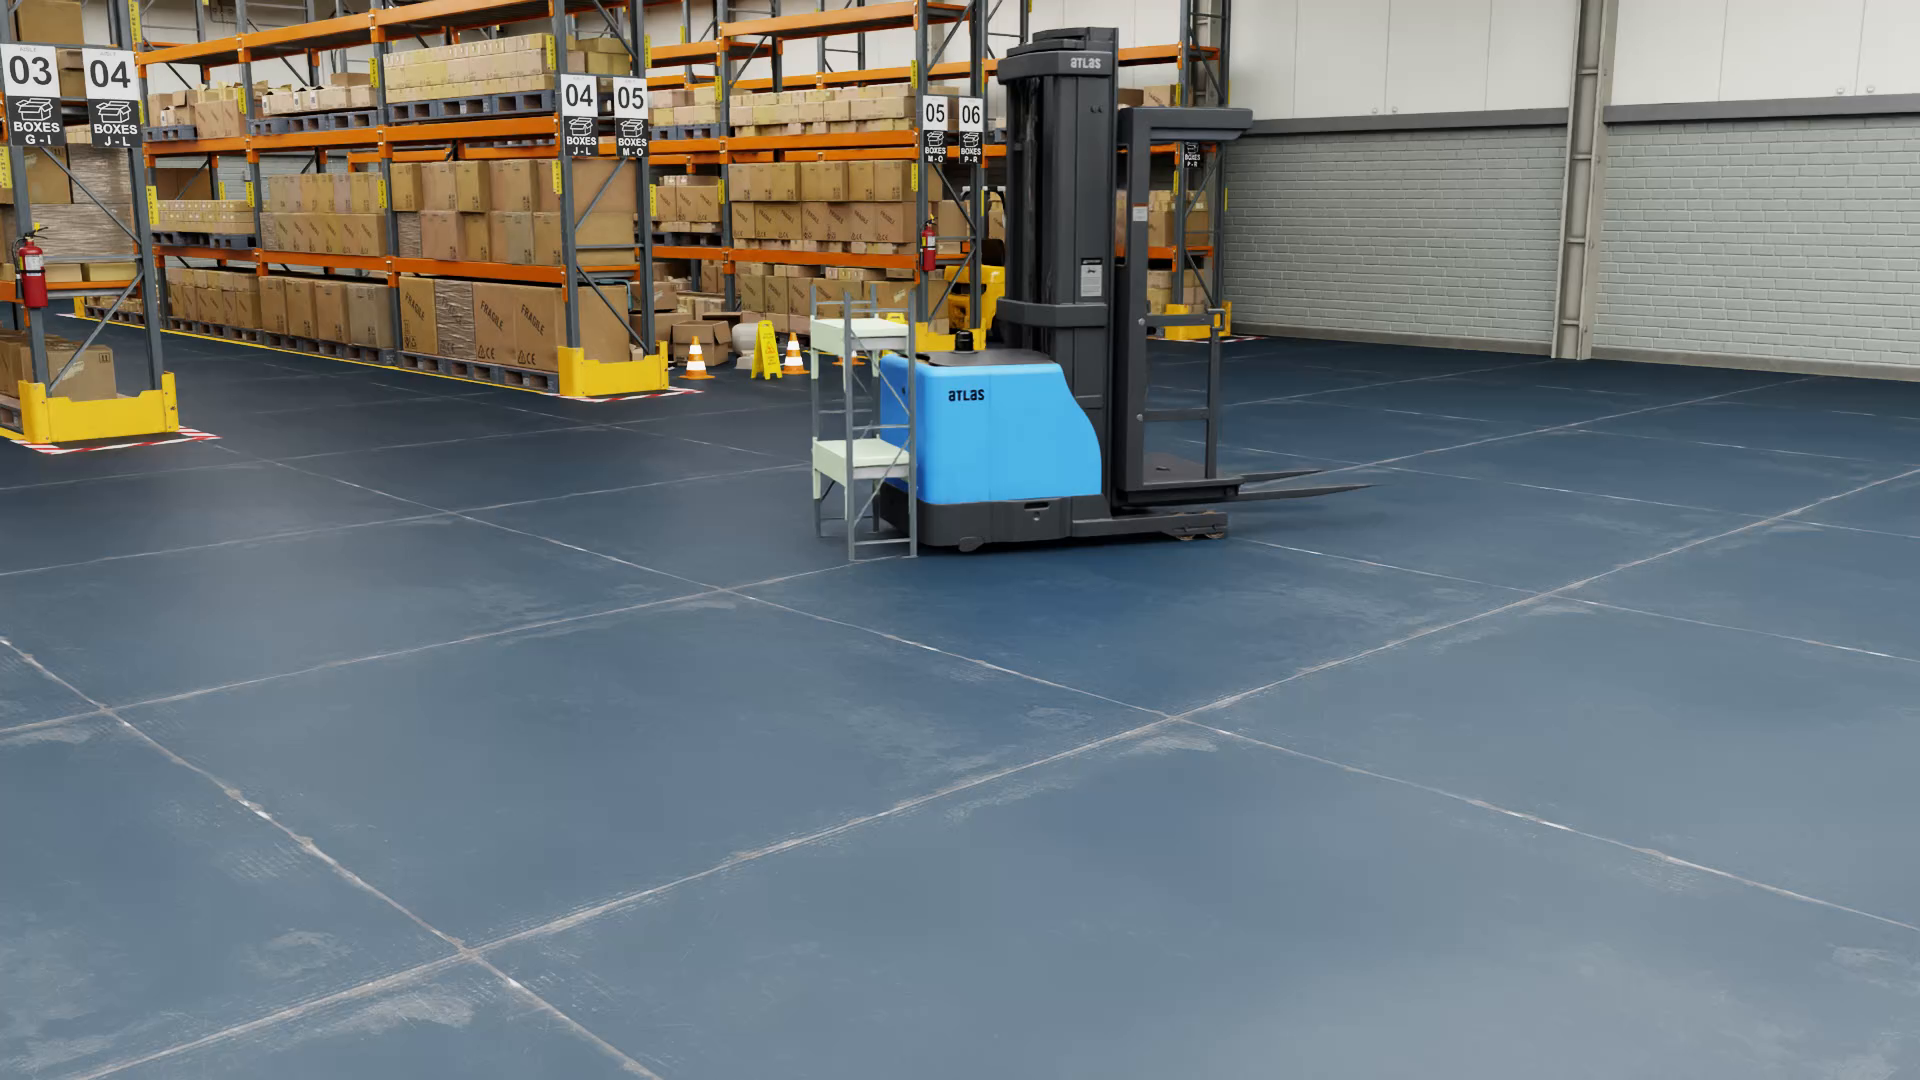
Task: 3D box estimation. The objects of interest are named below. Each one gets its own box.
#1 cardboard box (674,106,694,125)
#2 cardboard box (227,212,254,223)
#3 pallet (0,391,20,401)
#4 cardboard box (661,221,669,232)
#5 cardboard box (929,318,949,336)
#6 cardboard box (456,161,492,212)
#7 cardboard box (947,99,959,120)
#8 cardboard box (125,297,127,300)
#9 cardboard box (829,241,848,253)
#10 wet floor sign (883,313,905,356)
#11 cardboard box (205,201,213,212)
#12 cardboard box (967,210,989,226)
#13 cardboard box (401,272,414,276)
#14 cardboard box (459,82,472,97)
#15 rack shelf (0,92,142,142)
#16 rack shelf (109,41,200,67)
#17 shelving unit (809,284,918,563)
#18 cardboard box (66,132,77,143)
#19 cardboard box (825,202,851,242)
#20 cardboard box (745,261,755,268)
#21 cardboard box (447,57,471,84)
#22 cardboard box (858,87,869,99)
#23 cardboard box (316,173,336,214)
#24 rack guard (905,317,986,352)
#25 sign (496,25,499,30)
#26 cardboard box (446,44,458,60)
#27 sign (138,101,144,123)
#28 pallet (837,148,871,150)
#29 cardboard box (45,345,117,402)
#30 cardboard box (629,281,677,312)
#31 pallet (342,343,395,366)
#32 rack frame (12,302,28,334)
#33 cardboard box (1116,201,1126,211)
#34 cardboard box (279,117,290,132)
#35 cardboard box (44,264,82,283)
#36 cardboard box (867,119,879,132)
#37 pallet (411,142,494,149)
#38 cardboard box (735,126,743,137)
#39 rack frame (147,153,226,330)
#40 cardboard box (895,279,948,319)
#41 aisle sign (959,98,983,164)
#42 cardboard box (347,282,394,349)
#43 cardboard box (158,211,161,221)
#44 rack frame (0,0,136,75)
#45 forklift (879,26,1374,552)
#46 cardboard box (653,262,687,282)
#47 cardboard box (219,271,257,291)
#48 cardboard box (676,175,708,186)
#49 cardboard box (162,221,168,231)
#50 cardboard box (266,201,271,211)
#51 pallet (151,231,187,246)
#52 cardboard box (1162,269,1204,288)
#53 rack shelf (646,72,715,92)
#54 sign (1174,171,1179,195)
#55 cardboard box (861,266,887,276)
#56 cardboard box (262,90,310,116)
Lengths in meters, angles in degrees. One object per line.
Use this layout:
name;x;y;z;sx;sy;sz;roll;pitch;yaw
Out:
cardboard box;-3.748;-6.063;23.804;0.500;0.250;0.500;-11;16;-42
cardboard box;-9.838;-4.438;22.865;0.380;0.149;0.250;-10;16;-41
pallet;-8.726;-1.304;15.718;1.003;0.211;1.213;-11;16;-43
cardboard box;-4.144;-4.592;24.349;0.380;0.149;0.250;-11;16;-43
cardboard box;-0.489;-2.754;21.616;0.500;0.250;0.500;-11;16;-43
cardboard box;-5.066;-3.923;18.471;0.875;0.550;0.500;-11;16;-43
cardboard box;-0.287;-5.390;20.841;0.500;0.250;0.500;-11;16;-44
cardboard box;-13.387;-3.988;27.121;0.380;0.149;0.250;-10;15;-40
cardboard box;-1.479;-3.817;21.627;0.380;0.149;0.250;-11;16;-43
wet floor sign;-0.775;-2.408;20.002;0.267;0.644;0.232;-5;13;-23
cardboard box;-10.377;-4.697;23.382;0.380;0.149;0.250;-10;15;-41
cardboard box;0.169;-5.222;26.956;0.500;0.250;0.500;-11;16;-44
cardboard box;-10.015;-4.809;31.130;0.875;0.438;0.875;-10;16;-41
cardboard box;-5.170;-4.858;17.960;0.380;0.149;0.250;-11;16;-42
rack shelf;-8.681;-3.766;15.106;1.077;0.370;4.000;-11;16;-43
rack shelf;-13.311;-7.661;26.588;1.077;0.370;4.000;-11;16;-43
shelving unit;-0.560;-0.693;9.556;0.431;1.500;0.755;-4;12;-19
cardboard box;-14.567;-6.663;27.758;0.500;0.250;0.500;-10;15;-41
cardboard box;-1.392;-4.121;21.495;0.500;0.500;0.500;-11;16;-43
cardboard box;-3.829;-5.210;31.311;0.380;0.149;0.250;-10;15;-41
cardboard box;-5.221;-5.082;18.059;0.500;0.250;0.500;-11;16;-42
cardboard box;-1.057;-5.605;20.896;0.380;0.149;0.250;-11;16;-42
cardboard box;-7.805;-4.450;21.353;0.700;0.500;0.500;-11;16;-43
rack guard;-0.185;-2.525;20.929;1.175;0.500;0.348;-11;16;-43
sign;-8.035;-9.002;28.791;0.100;0.325;0.005;-11;16;-43
cardboard box;-5.348;-5.286;18.061;0.380;0.149;0.250;-11;16;-43
sign;-12.317;-6.431;24.976;0.100;0.325;0.005;-11;16;-43
pallet;-1.536;-6.888;28.946;1.213;0.211;1.003;-10;15;-40
cardboard box;-7.719;-1.432;14.583;0.500;0.500;0.500;-7;14;-32
cardboard box;-4.161;-3.216;22.407;0.500;0.500;0.500;-11;16;-43
pallet;-6.992;-2.354;20.813;1.003;0.211;1.213;-11;16;-43
rack frame;-10.062;-2.941;16.753;1.000;3.000;0.127;-11;16;-43
cardboard box;2.517;-4.926;24.533;0.380;0.149;0.250;-11;16;-43
cardboard box;-9.369;-5.840;23.142;0.500;0.500;0.500;-11;16;-43
cardboard box;-7.646;-2.247;14.007;0.380;0.149;0.250;-11;16;-43
cardboard box;-0.935;-5.173;20.774;0.380;0.149;0.250;-10;15;-41
pallet;-8.976;-7.036;29.416;1.003;0.211;1.213;-11;16;-43
cardboard box;-2.856;-5.588;22.788;0.380;0.149;0.250;-11;16;-43
rack frame;-11.929;-4.785;25.703;1.000;3.000;0.127;-11;16;-43
cardboard box;-0.506;-3.124;21.557;0.500;0.500;0.500;11;16;43
aisle sign;0.135;-5.046;20.526;0.394;0.787;0.004;-11;16;-43
cardboard box;-6.898;-2.799;20.600;1.050;0.750;0.750;-11;16;-43
cardboard box;-11.810;-4.854;24.884;0.380;0.149;0.250;-11;16;-44
rack frame;-7.300;-5.296;13.314;1.000;3.000;0.127;-11;16;-43
forklift;1.077;-1.525;10.051;3.031;2.935;1.130;-4;12;-19
cardboard box;-5.961;-5.363;33.662;0.500;0.500;0.700;11;16;43
cardboard box;-10.186;-3.685;23.662;0.500;0.250;0.500;-11;16;-42
cardboard box;-3.862;-5.175;23.962;0.250;0.149;0.380;11;16;43
cardboard box;-11.625;-4.669;24.724;0.380;0.149;0.250;-11;16;-42
cardboard box;-9.534;-4.709;23.440;0.250;0.149;0.380;11;16;44
pallet;-11.507;-4.559;25.083;1.003;0.211;1.213;-11;16;-43
cardboard box;3.260;-3.876;24.585;0.500;0.250;0.500;-11;16;-43
rack shelf;-6.213;-9.058;33.367;1.077;0.370;4.000;-11;16;-43
sign;3.053;-5.040;23.485;0.100;0.325;0.005;-11;16;-43
cardboard box;-1.192;-4.453;28.938;0.875;0.625;0.625;-10;15;-41
cardboard box;-8.826;-5.745;21.862;0.500;0.311;0.500;-11;16;-42
